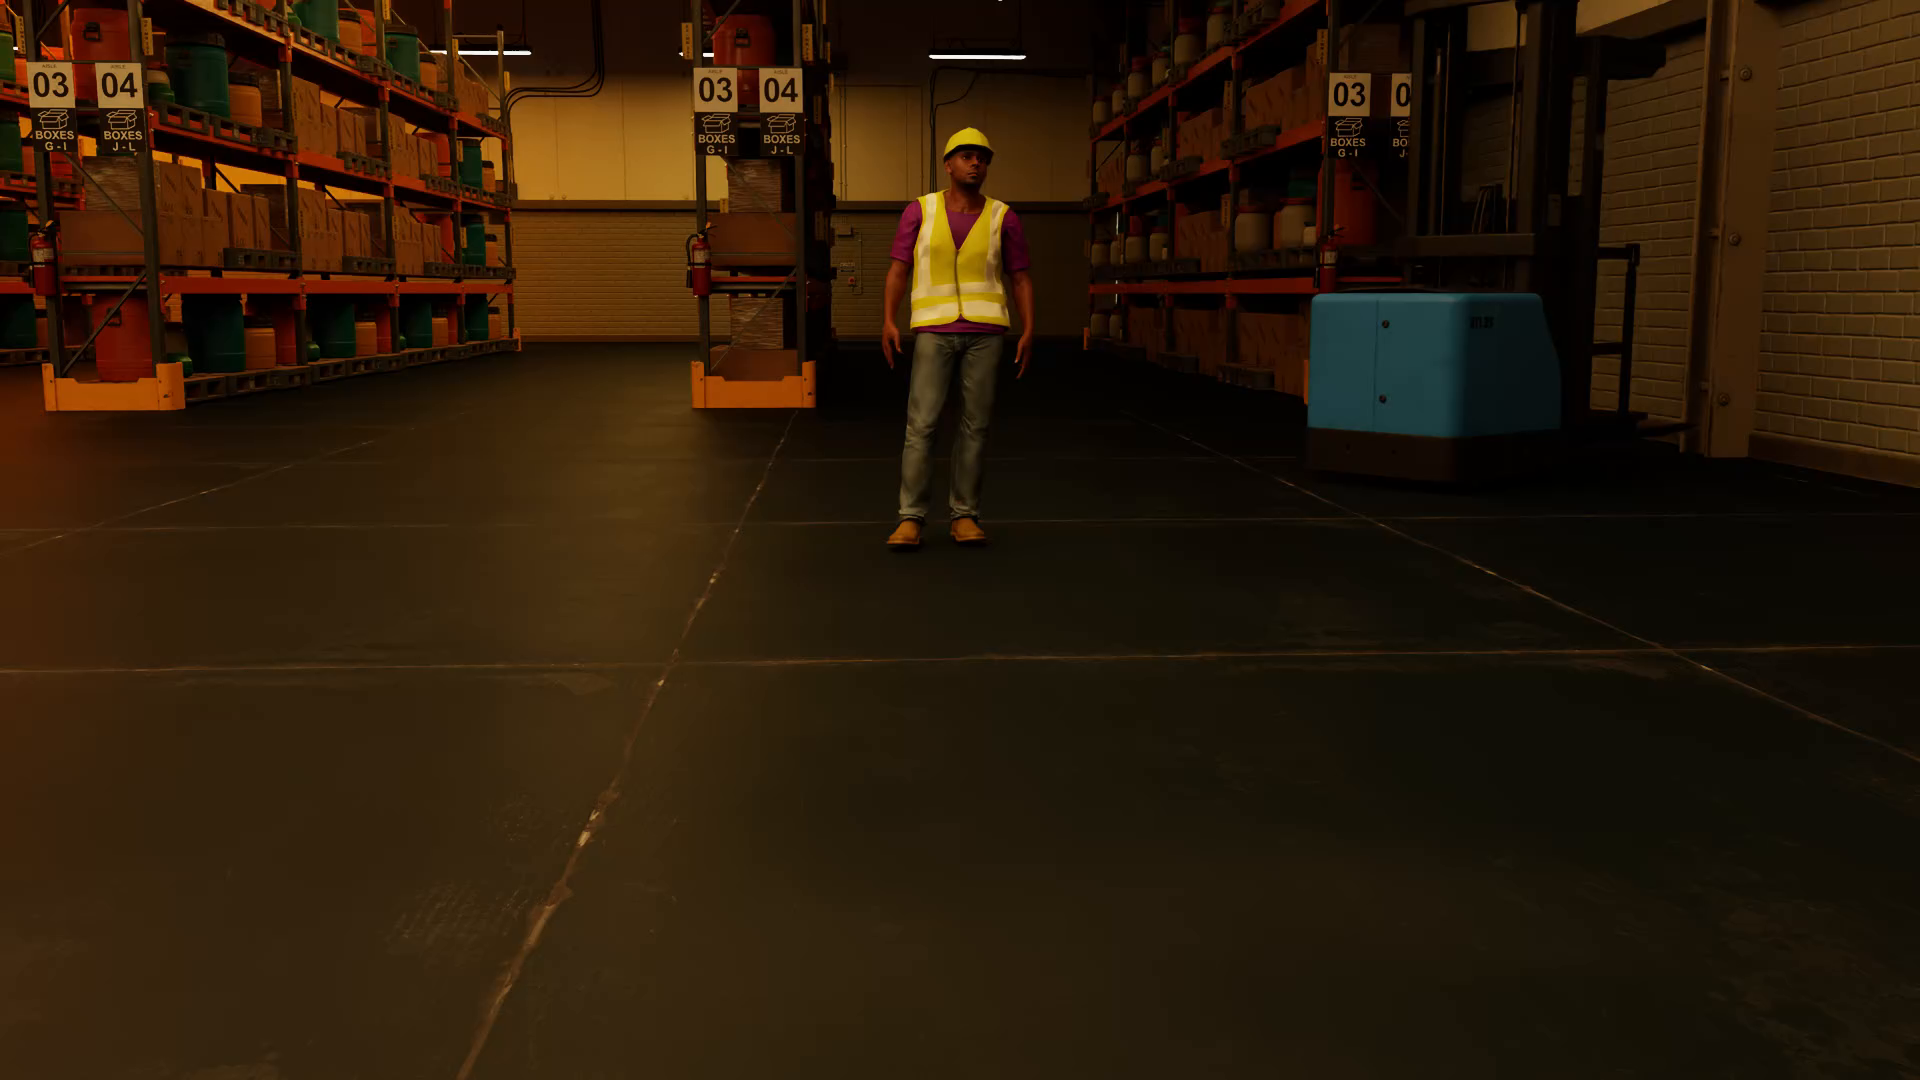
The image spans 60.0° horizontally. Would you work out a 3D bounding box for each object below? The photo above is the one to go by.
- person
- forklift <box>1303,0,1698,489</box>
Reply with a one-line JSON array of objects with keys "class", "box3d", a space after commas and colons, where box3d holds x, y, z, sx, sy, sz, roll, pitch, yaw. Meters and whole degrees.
[{"class": "person", "box3d": [-0.001, -0.870, 7.110, 0.666, 1.768, 0.575, -1, 8, -4]}, {"class": "forklift", "box3d": [3.444, -1.879, 9.983, 3.031, 2.935, 1.130, -7, 11, -39]}]
